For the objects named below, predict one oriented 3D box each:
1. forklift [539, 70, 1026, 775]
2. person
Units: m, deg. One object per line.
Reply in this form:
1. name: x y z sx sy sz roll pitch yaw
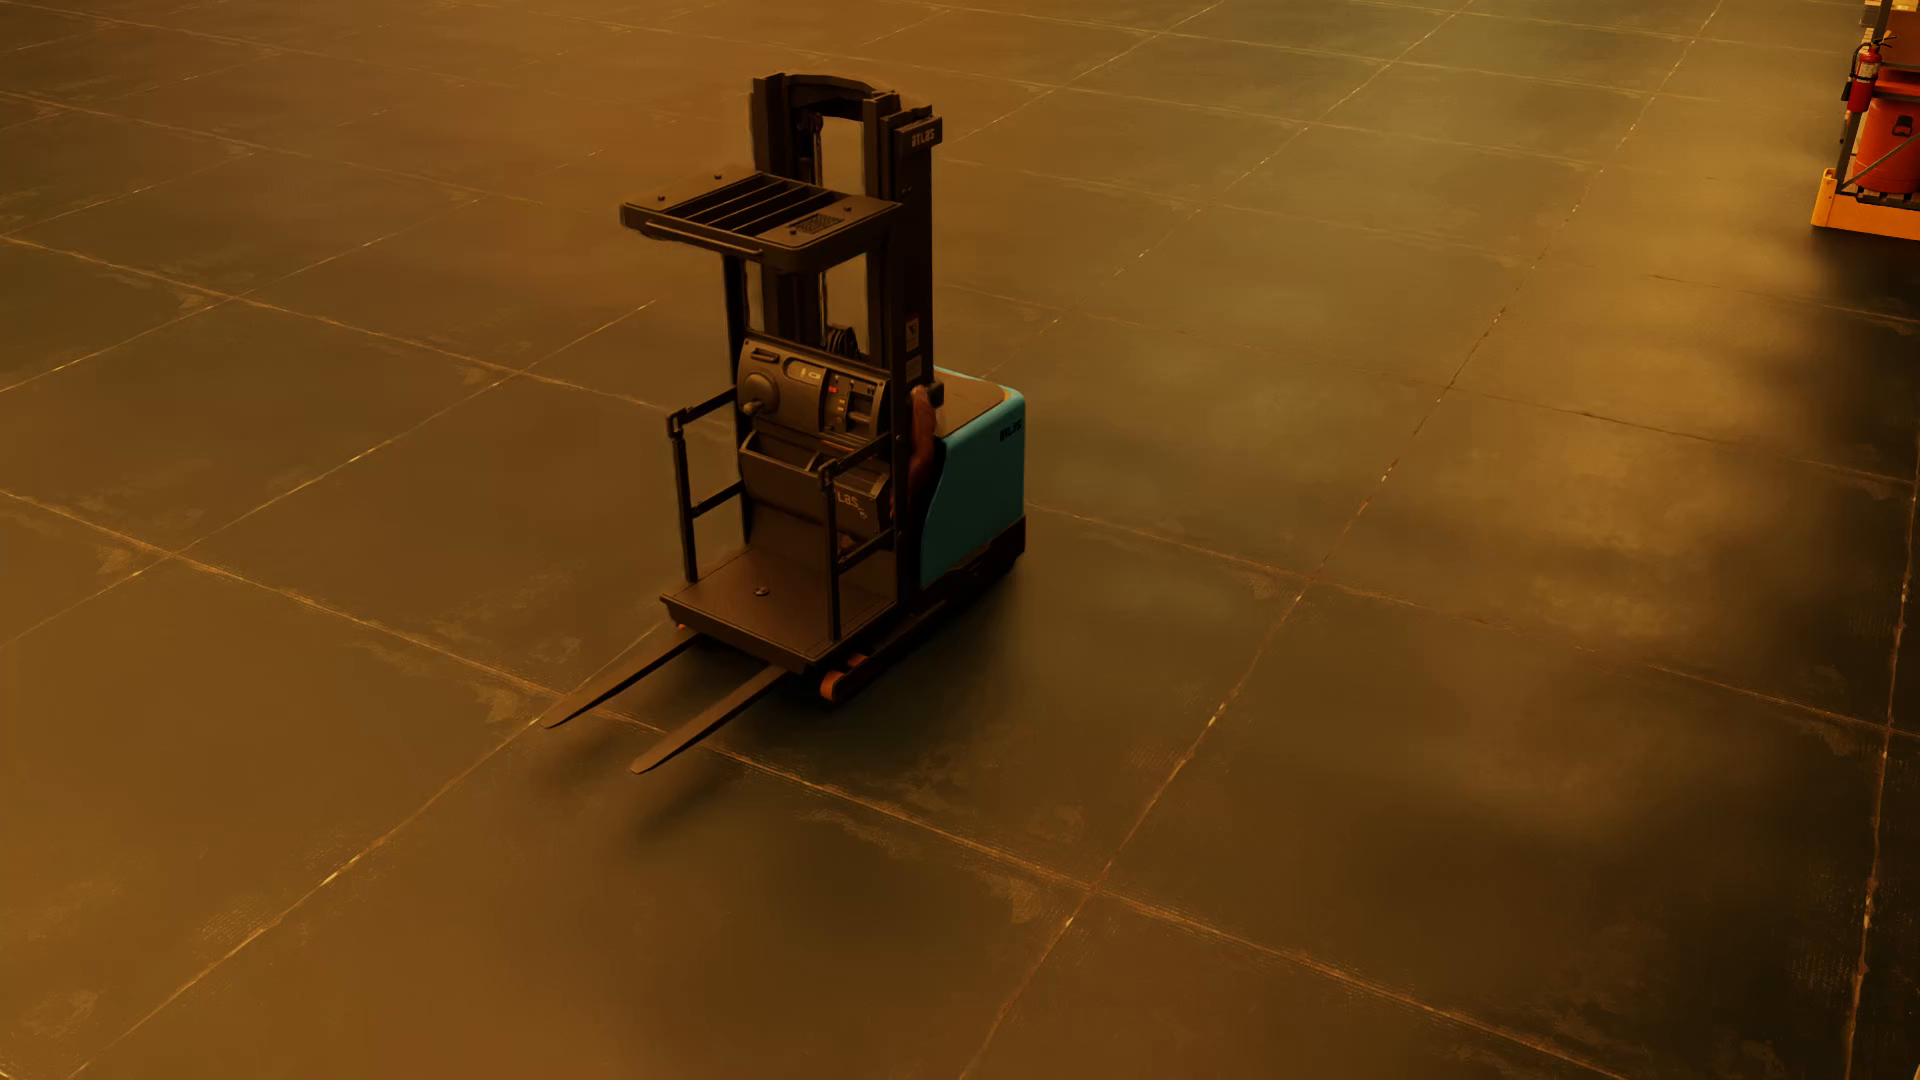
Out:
1. forklift: -0.882 -0.708 8.297 1.130 2.935 3.031 20 35 30
2. person: -0.464 -0.341 8.901 0.600 1.720 0.896 -5 30 -8
